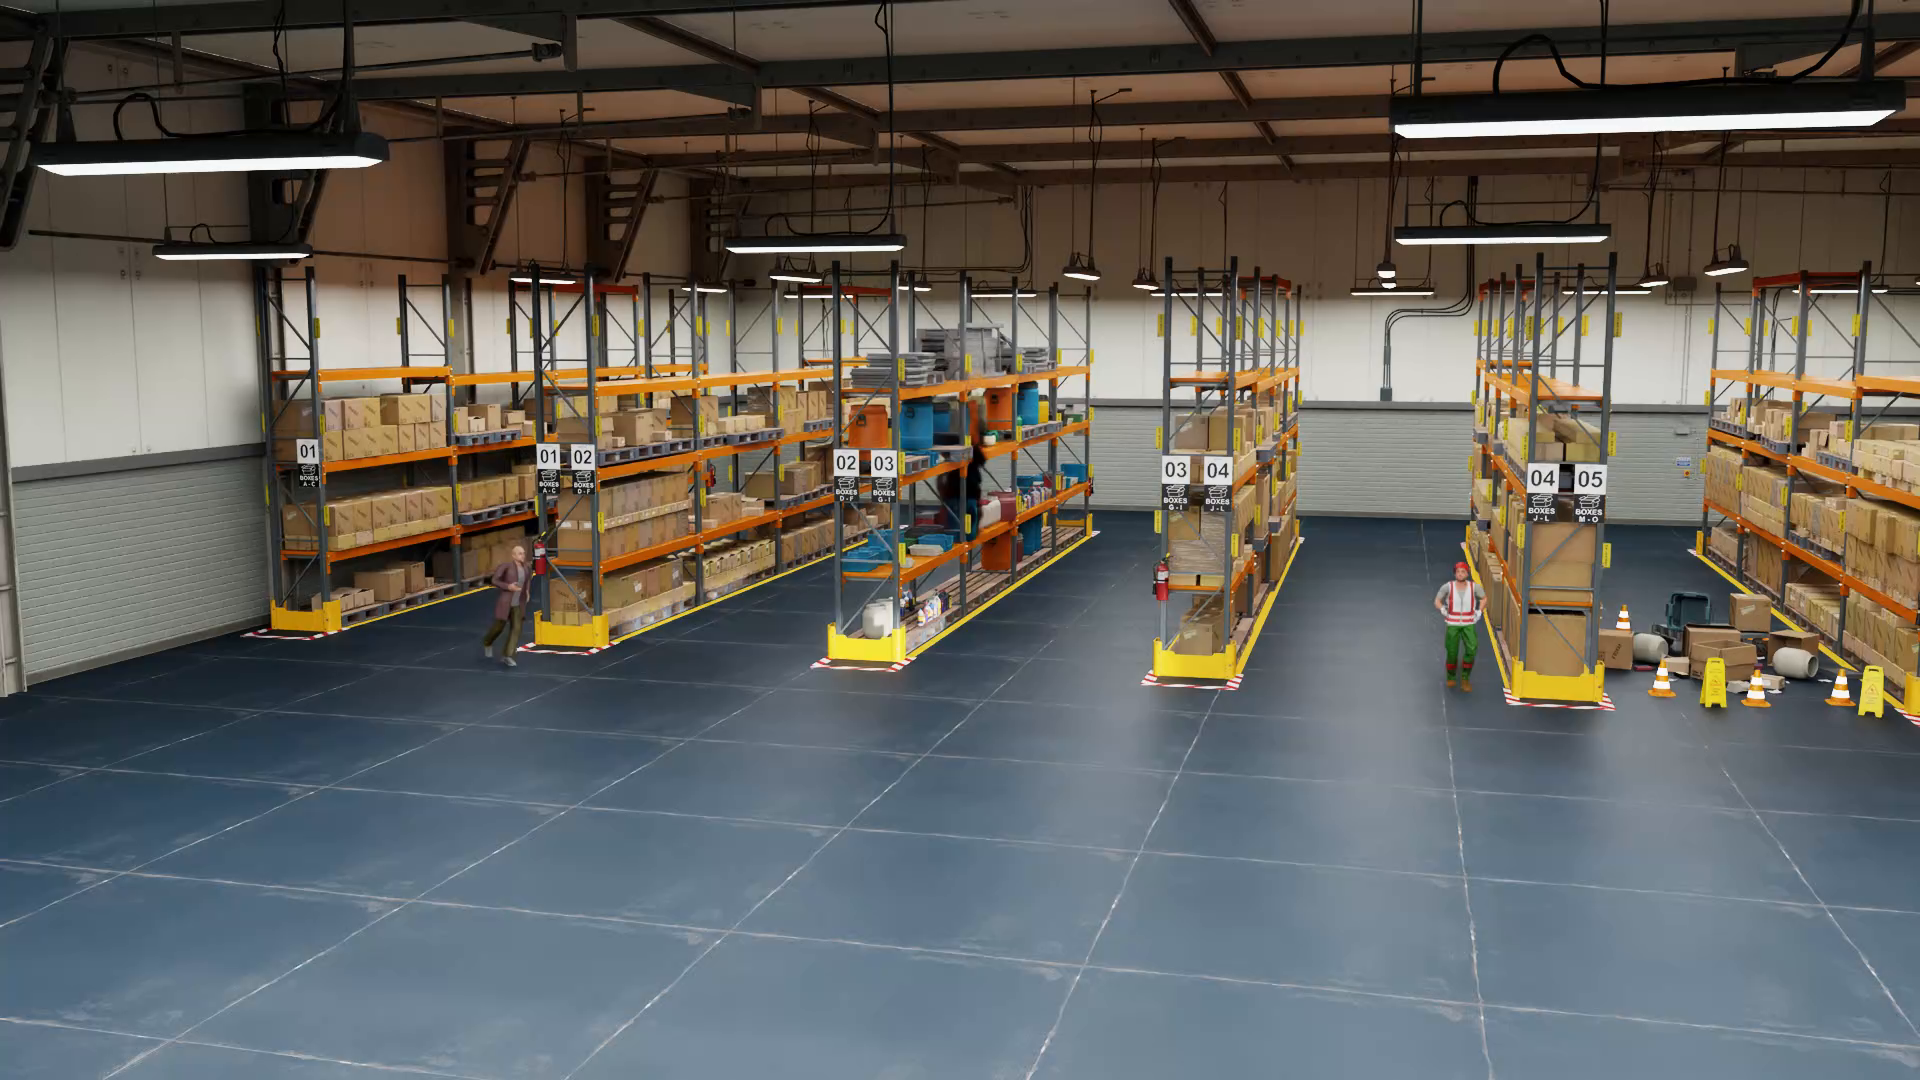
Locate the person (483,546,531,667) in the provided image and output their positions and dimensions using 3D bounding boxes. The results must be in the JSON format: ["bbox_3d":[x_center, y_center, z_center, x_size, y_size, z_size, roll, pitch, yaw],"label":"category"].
[{"bbox_3d":[-6.739,0.963,25.109,0.716,1.747,1.013,-6,9,-39],"label":"person"}]

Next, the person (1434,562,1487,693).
[{"bbox_3d":[6.938,1.200,23.045,0.721,1.794,0.605,1,7,11],"label":"person"}]
